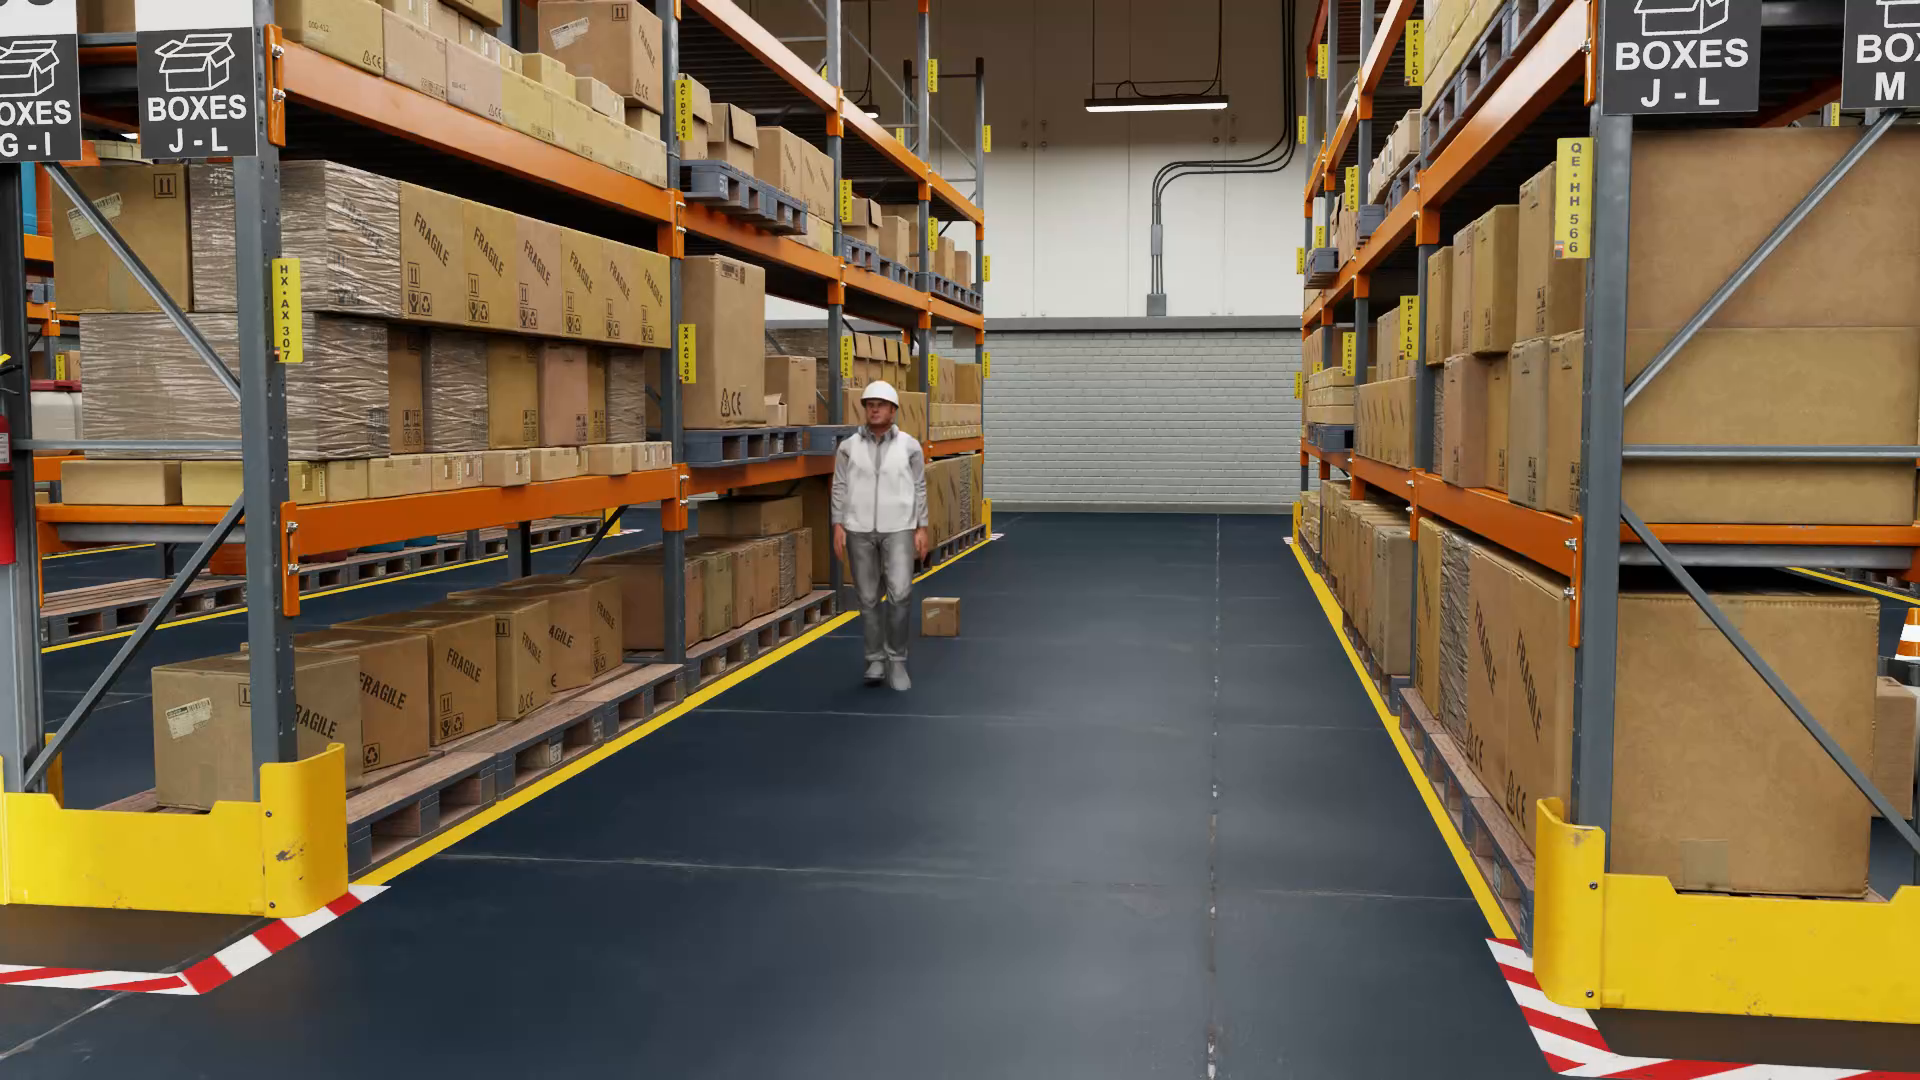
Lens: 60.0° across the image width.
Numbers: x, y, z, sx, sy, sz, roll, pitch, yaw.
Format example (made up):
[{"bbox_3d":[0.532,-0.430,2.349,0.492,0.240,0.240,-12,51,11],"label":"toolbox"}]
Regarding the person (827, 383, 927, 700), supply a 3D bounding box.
[{"bbox_3d":[-0.492,-0.004,9.635,0.571,1.812,0.749,0,4,5],"label":"person"}]
